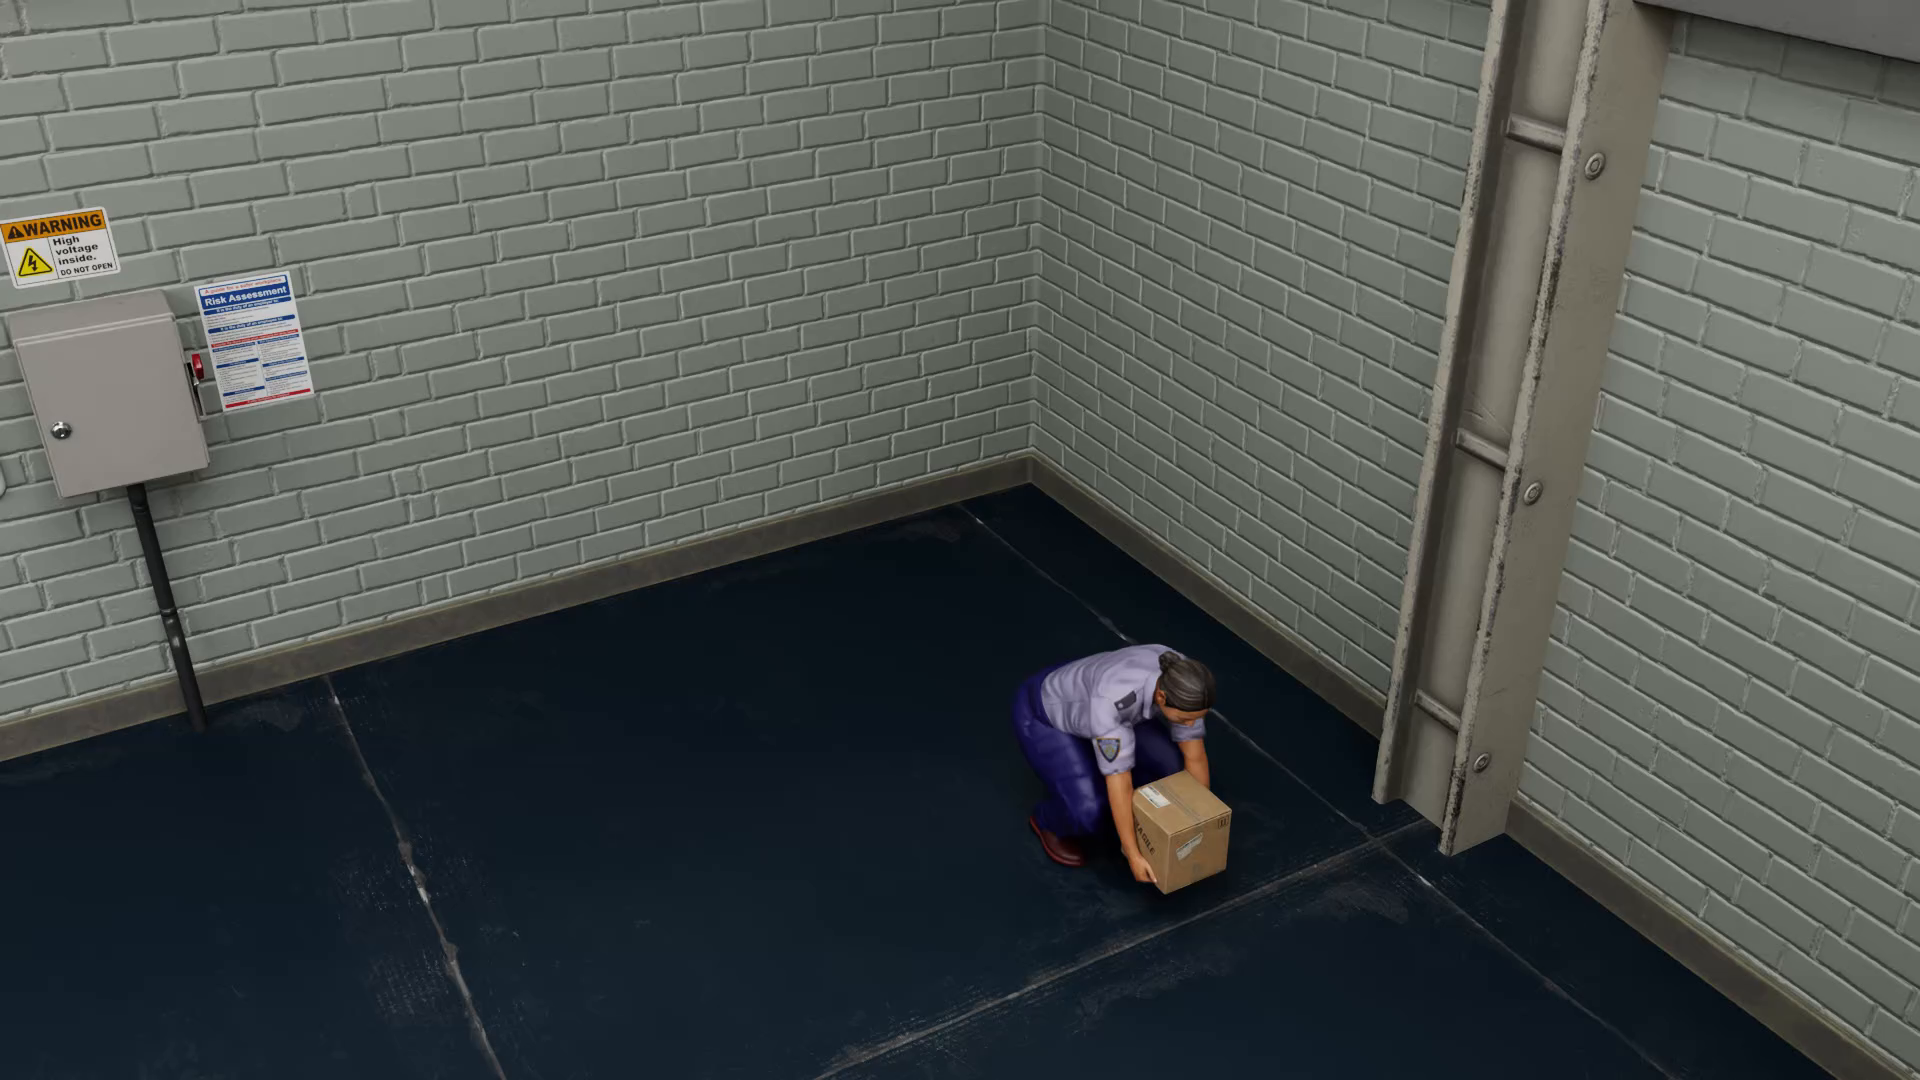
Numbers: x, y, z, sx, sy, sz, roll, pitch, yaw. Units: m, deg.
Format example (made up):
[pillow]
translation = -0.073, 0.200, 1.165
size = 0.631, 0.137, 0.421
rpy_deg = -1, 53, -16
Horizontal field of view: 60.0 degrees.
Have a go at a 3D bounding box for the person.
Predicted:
[person]
translation = 0.542, 0.694, 5.637
size = 0.508, 0.943, 0.848
rpy_deg = -17, 33, -27
